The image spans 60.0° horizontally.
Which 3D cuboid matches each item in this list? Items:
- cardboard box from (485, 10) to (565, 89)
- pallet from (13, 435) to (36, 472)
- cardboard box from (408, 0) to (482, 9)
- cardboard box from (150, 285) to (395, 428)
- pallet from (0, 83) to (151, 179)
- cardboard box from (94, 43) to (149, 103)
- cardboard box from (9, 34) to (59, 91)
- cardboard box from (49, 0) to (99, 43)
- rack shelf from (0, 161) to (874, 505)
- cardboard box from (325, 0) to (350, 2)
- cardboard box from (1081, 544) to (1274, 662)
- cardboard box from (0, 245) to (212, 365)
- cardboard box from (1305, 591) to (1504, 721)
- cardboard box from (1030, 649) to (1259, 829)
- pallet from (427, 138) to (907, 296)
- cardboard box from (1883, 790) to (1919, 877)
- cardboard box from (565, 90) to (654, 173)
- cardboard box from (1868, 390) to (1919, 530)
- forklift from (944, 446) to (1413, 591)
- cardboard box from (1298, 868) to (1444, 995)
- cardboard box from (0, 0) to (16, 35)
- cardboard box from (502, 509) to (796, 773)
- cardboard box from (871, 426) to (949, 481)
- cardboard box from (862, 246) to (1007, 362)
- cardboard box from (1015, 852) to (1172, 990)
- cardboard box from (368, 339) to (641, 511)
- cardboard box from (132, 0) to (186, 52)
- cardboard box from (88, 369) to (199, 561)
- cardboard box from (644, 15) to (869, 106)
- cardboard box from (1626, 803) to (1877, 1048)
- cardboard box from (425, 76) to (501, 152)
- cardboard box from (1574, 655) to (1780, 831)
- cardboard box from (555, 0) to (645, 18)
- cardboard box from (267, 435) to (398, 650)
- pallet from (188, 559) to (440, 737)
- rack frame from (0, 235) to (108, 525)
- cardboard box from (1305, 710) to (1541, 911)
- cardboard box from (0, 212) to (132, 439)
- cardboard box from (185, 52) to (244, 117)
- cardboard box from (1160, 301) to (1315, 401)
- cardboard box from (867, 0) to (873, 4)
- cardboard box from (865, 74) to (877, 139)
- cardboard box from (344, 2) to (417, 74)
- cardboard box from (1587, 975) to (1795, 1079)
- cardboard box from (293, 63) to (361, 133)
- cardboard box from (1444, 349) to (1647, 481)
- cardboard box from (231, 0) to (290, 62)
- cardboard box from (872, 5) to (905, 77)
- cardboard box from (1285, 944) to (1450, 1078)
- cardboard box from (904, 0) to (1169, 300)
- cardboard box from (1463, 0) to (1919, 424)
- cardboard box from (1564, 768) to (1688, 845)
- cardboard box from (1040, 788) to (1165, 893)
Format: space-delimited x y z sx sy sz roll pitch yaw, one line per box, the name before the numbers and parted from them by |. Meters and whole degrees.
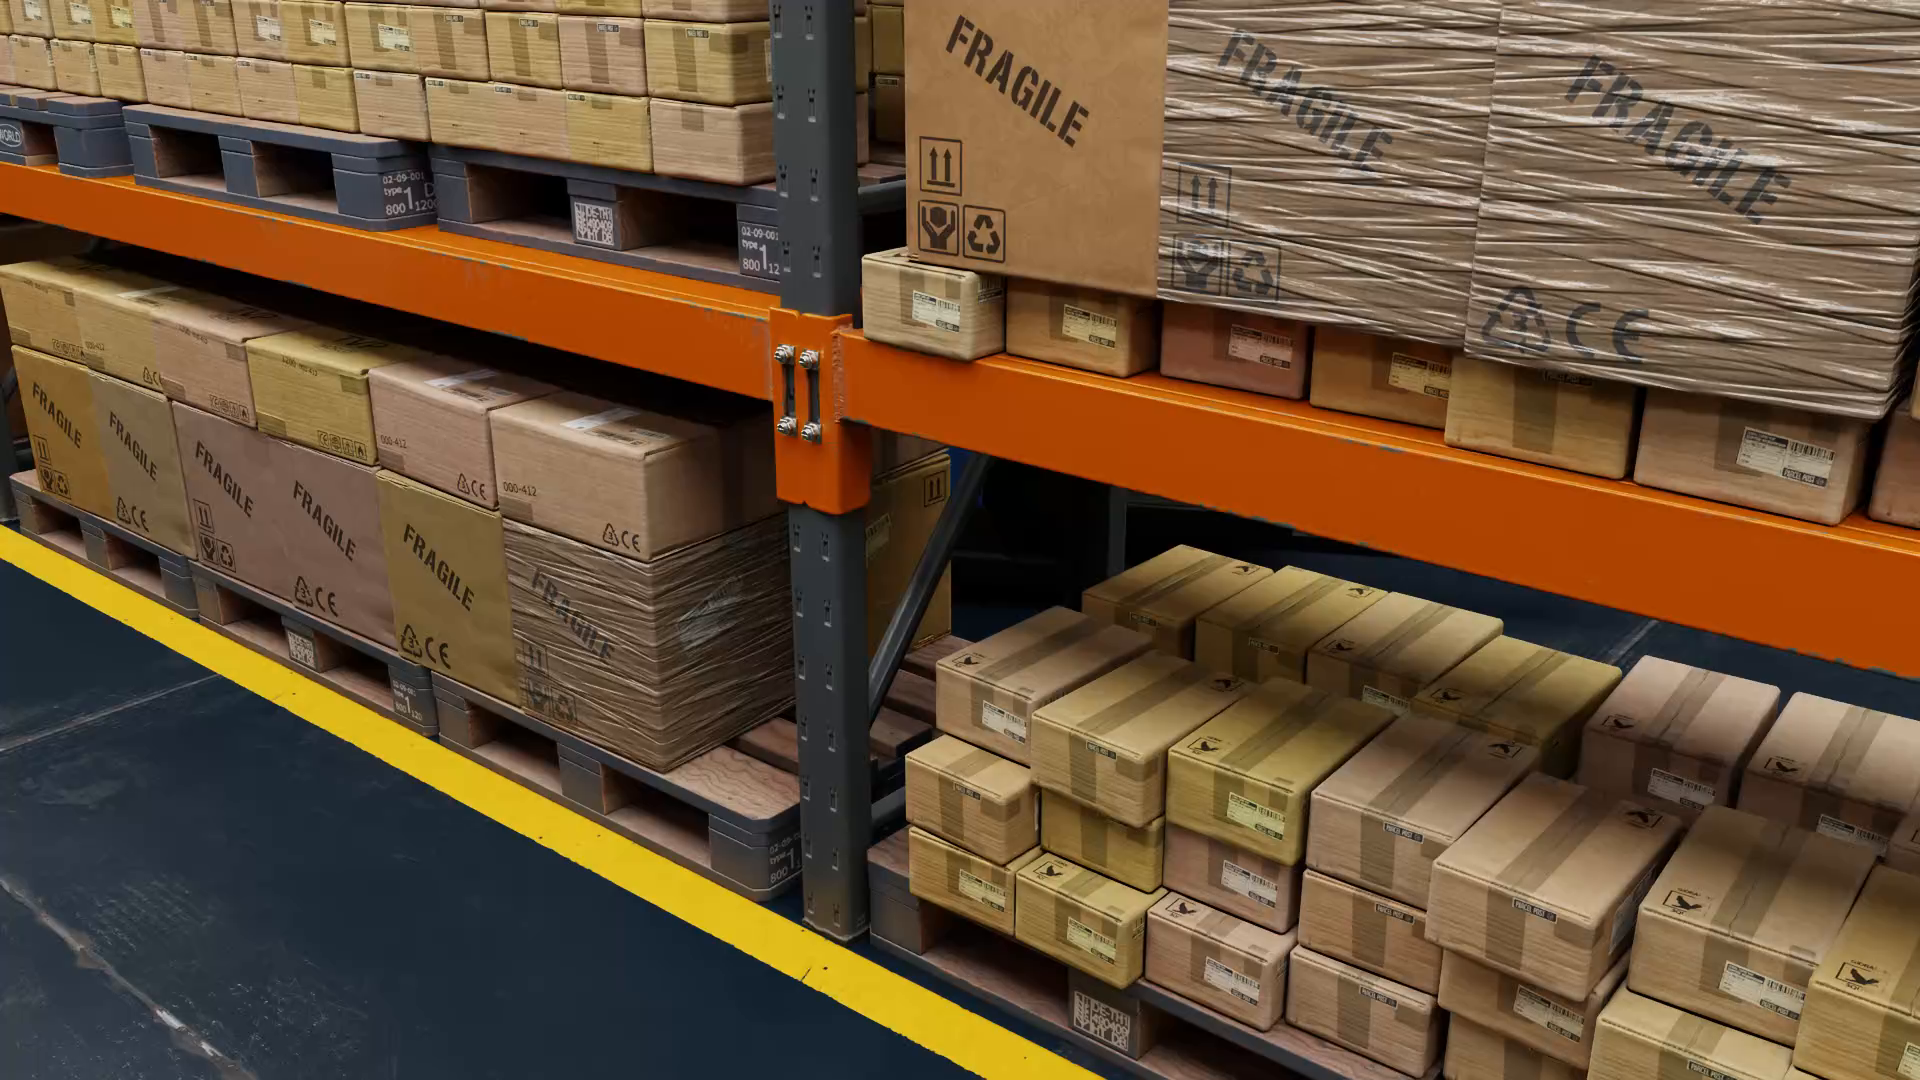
cardboard box | -0.796 -1.080 3.620 0.250 0.149 0.380 17 27 39
pallet | -3.629 -0.496 6.685 1.213 0.211 1.003 16 26 36
cardboard box | -1.013 -1.282 3.735 0.250 0.149 0.380 16 26 36
cardboard box | -1.917 -0.535 4.722 0.500 0.250 0.500 16 26 37
pallet | -2.447 -1.385 5.362 1.003 0.211 1.213 16 26 36
cardboard box | -2.220 -1.349 4.755 0.250 0.149 0.380 18 27 39
cardboard box | -2.640 -1.469 5.073 0.250 0.149 0.380 18 27 39
cardboard box | -2.399 -1.542 4.844 0.250 0.149 0.380 15 25 35
rack shelf | -1.517 -0.822 4.616 4.000 0.370 1.077 16 26 36
cardboard box | -1.411 -1.397 4.039 0.250 0.149 0.380 15 25 34
cardboard box | 0.473 0.155 3.608 0.250 0.149 0.380 17 27 38
cardboard box | -2.685 -0.762 5.324 0.500 0.250 0.500 15 25 34
cardboard box | 0.893 0.255 3.344 0.250 0.149 0.380 16 26 36
cardboard box | 0.344 0.358 3.070 0.250 0.149 0.380 18 27 39
pallet | -0.468 -0.833 3.897 1.213 0.211 1.003 16 26 36
cardboard box | 1.653 0.511 2.663 0.250 0.149 0.380 16 26 36
cardboard box | -0.602 -0.883 3.521 0.250 0.149 0.380 16 26 37
cardboard box | 1.333 -0.114 2.077 0.250 0.149 0.380 17 27 38
forklift | 0.612 -1.326 5.031 3.031 2.935 1.130 4 21 11
cardboard box | 0.783 0.592 2.871 0.250 0.149 0.380 15 25 34
cardboard box | -2.819 -1.660 5.159 0.250 0.149 0.380 18 27 39
cardboard box | -0.700 0.165 3.928 0.500 0.500 0.500 15 26 35
cardboard box | -0.373 -0.327 4.169 0.500 0.250 0.500 15 25 34
cardboard box | 0.045 -0.442 2.945 0.250 0.149 0.380 17 27 38
cardboard box | 0.318 0.654 3.129 0.250 0.149 0.380 17 27 38
cardboard box | -1.094 -0.305 4.112 0.500 0.250 0.500 18 27 39
cardboard box | -2.010 -1.430 4.547 0.250 0.149 0.380 16 26 36
cardboard box | -2.288 -0.293 5.141 0.500 0.500 0.500 16 26 37
cardboard box | -0.401 -0.965 3.316 0.250 0.149 0.380 17 27 38
cardboard box | 1.197 0.570 2.507 0.250 0.149 0.380 15 25 34
cardboard box | -0.988 -0.996 3.818 0.250 0.149 0.380 15 25 34
cardboard box | 1.313 0.369 3.040 0.250 0.149 0.380 15 25 34
cardboard box | -0.611 -1.166 3.426 0.250 0.149 0.380 15 25 35
cardboard box | -1.492 -0.066 4.539 0.500 0.500 0.500 15 26 35
pallet | -1.521 0.147 4.979 1.213 0.211 1.003 16 26 36
rack frame | -3.066 -1.605 5.672 0.127 3.000 1.000 16 26 36
cardboard box | 0.788 0.453 2.818 0.250 0.149 0.380 15 25 35
cardboard box | -3.481 -0.909 6.421 0.750 0.750 1.050 16 26 36
cardboard box | -1.819 -1.233 4.449 0.250 0.149 0.380 16 26 37
cardboard box | 0.532 -0.360 2.727 0.250 0.149 0.380 15 25 34
cardboard box | -0.202 -1.344 3.898 0.250 0.149 0.380 17 26 38
cardboard box | -0.200 -1.065 4.002 0.250 0.149 0.380 17 26 37
cardboard box | -1.211 -1.198 3.933 0.250 0.149 0.380 14 25 34
cardboard box | 1.136 0.733 2.496 0.250 0.149 0.380 16 26 36
cardboard box | -1.412 -1.116 4.136 0.250 0.149 0.380 17 27 39
cardboard box | 0.893 -0.223 2.365 0.250 0.149 0.380 17 26 37
cardboard box | -1.609 -1.314 4.241 0.250 0.149 0.380 17 27 38
cardboard box | 0.018 -1.144 3.790 0.250 0.149 0.380 17 26 37
cardboard box | 0.771 0.738 2.906 0.250 0.149 0.380 15 26 35
cardboard box | 0.257 -0.719 2.760 0.500 0.500 0.500 16 26 35
cardboard box | 1.012 -0.488 2.148 0.500 0.500 0.500 15 26 35
cardboard box | 1.256 0.516 3.074 0.250 0.149 0.380 17 26 38
cardboard box | 0.364 0.486 3.151 0.250 0.149 0.380 16 26 37
